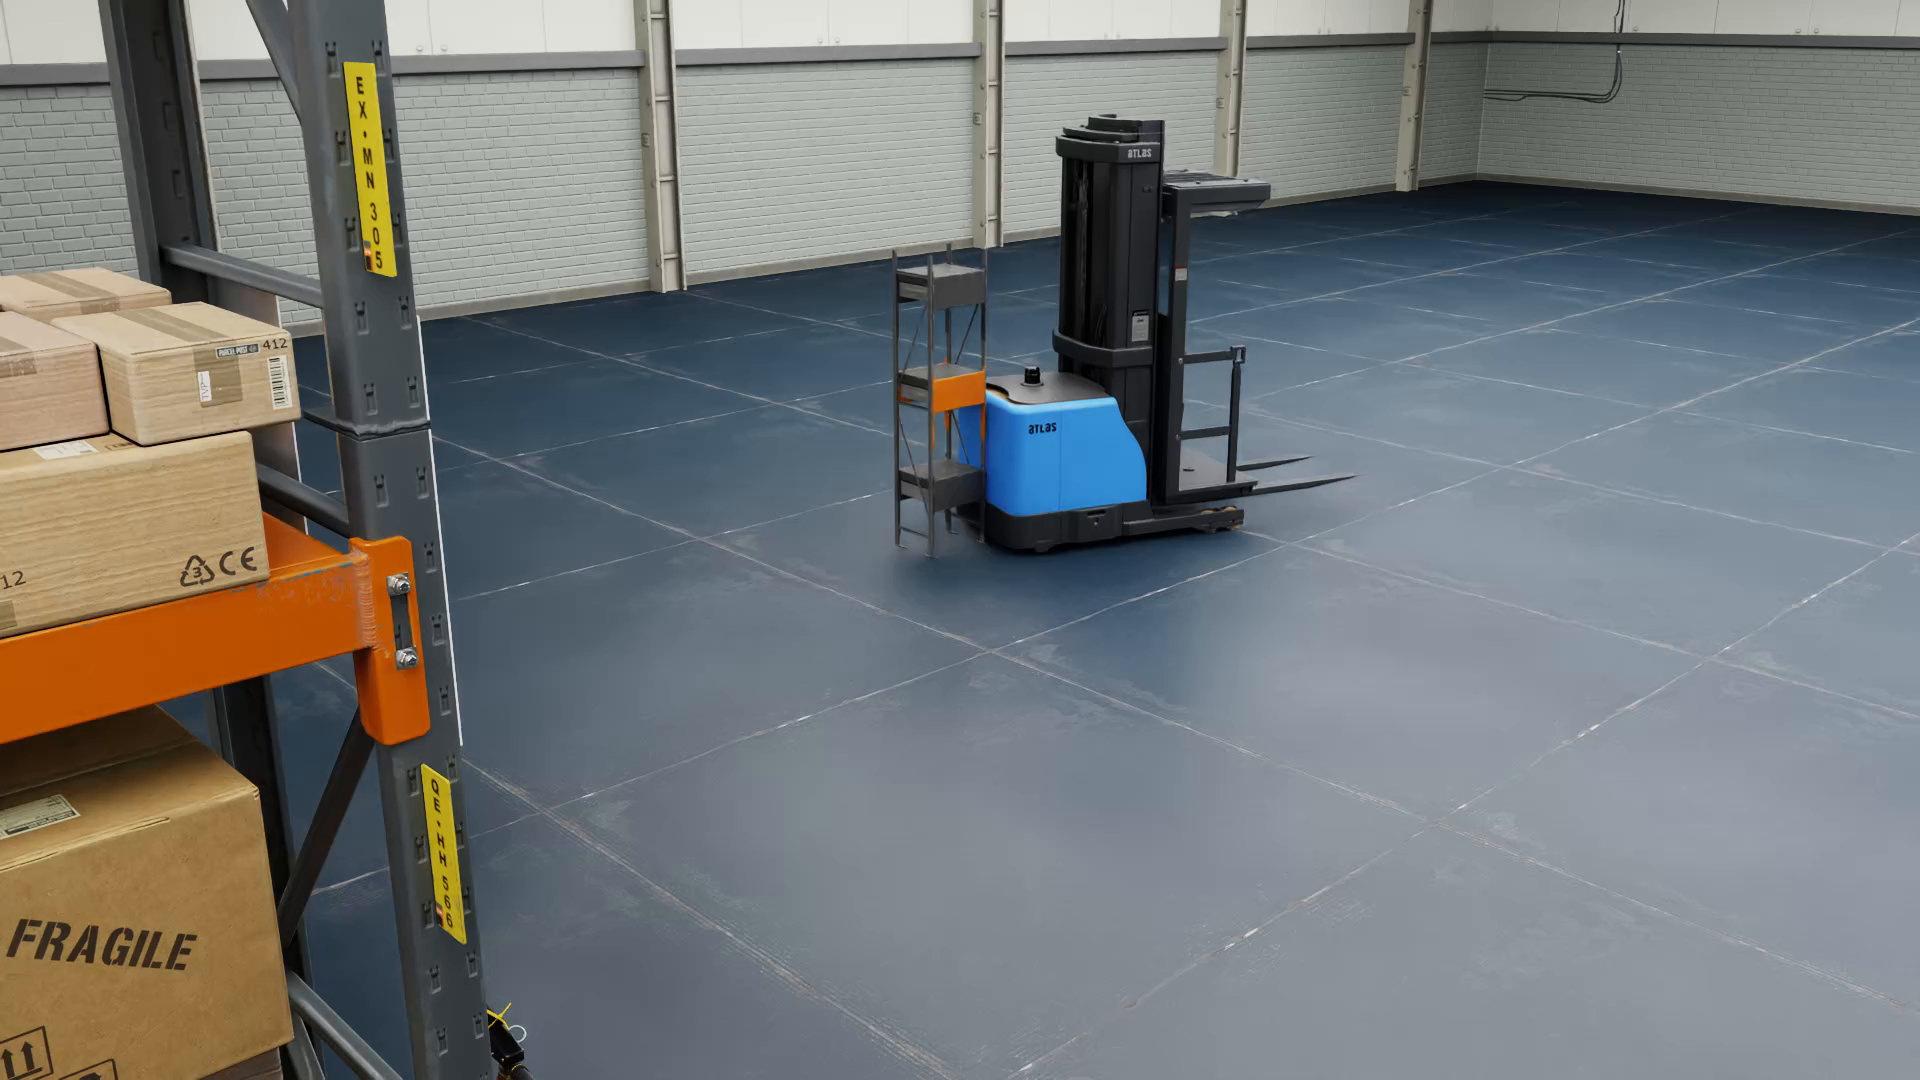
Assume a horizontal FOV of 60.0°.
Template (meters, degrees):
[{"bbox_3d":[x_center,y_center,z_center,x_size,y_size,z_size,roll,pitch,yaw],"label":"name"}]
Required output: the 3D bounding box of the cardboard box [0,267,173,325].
[{"bbox_3d":[-1.653,-0.401,3.090,0.250,0.149,0.380,-16,24,-41],"label":"cardboard box"}]

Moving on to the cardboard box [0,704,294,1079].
[{"bbox_3d":[-1.524,0.645,2.866,0.500,0.500,0.500,-16,24,-41],"label":"cardboard box"}]

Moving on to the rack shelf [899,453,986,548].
[{"bbox_3d":[-0.141,-0.285,11.771,0.480,0.518,0.431,-15,24,-39],"label":"rack shelf"}]

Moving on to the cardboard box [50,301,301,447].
[{"bbox_3d":[-1.282,-0.278,2.713,0.250,0.149,0.380,-16,24,-41],"label":"cardboard box"}]

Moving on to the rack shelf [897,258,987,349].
[{"bbox_3d":[-0.138,-1.617,11.338,0.480,0.518,0.431,-15,24,-39],"label":"rack shelf"}]

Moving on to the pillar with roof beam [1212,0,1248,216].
[{"bbox_3d":[7.755,-9.223,25.842,0.400,9.000,9.100,-16,24,-41],"label":"pillar with roof beam"}]

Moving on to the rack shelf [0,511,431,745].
[{"bbox_3d":[-2.748,0.477,1.953,4.000,0.370,1.077,-16,24,-41],"label":"rack shelf"}]

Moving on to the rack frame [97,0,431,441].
[{"bbox_3d":[-1.294,-1.716,2.686,0.127,3.000,1.000,-16,24,-41],"label":"rack frame"}]

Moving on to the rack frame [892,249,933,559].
[{"bbox_3d":[-0.321,-0.914,11.396,0.015,2.100,0.400,-15,24,-39],"label":"rack frame"}]

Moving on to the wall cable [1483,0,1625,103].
[{"bbox_3d":[12.206,-10.310,34.229,0.112,2.526,3.097,-16,24,-41],"label":"wall cable"}]

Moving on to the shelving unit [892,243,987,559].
[{"bbox_3d":[-0.139,-0.964,11.550,0.503,2.100,0.431,-15,24,-39],"label":"shelving unit"}]

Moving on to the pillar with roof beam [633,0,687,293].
[{"bbox_3d":[-0.964,-6.681,17.999,0.400,9.000,9.100,-16,24,-41],"label":"pillar with roof beam"}]

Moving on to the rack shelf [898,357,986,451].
[{"bbox_3d":[-0.139,-0.951,11.555,0.480,0.518,0.431,-15,24,-39],"label":"rack shelf"}]

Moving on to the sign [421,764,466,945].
[{"bbox_3d":[-0.928,0.565,2.987,0.005,0.325,0.100,-16,24,-41],"label":"sign"}]

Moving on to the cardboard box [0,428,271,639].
[{"bbox_3d":[-1.470,-0.058,2.681,0.500,0.250,0.500,-16,24,-40],"label":"cardboard box"}]

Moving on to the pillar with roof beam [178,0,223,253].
[{"bbox_3d":[-5.324,-5.409,14.078,0.400,9.000,9.100,-16,24,-41],"label":"pillar with roof beam"}]

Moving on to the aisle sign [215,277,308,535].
[{"bbox_3d":[-1.455,-0.179,3.458,0.004,0.787,0.394,-16,24,-41],"label":"aisle sign"}]

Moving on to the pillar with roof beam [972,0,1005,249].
[{"bbox_3d":[3.396,-7.952,21.921,0.400,9.000,9.100,-16,24,-41],"label":"pillar with roof beam"}]

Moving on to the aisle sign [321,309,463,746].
[{"bbox_3d":[-1.043,-0.045,3.044,0.004,0.787,0.394,-16,24,-41],"label":"aisle sign"}]

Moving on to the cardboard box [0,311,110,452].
[{"bbox_3d":[-1.551,-0.250,2.624,0.380,0.149,0.250,17,25,42],"label":"cardboard box"}]

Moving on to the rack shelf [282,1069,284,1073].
[{"bbox_3d":[-2.748,1.904,2.415,4.000,0.370,1.077,-16,24,-41],"label":"rack shelf"}]

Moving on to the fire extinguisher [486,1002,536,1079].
[{"bbox_3d":[-0.895,1.254,3.380,0.183,0.674,0.296,-16,24,-41],"label":"fire extinguisher"}]

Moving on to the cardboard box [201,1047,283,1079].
[{"bbox_3d":[-1.713,1.059,3.210,0.500,0.500,0.875,-16,24,-41],"label":"cardboard box"}]

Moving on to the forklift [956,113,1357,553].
[{"bbox_3d":[1.536,-1.585,12.121,3.031,2.935,1.130,-8,19,-22],"label":"forklift"}]

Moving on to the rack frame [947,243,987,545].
[{"bbox_3d":[0.043,-1.014,11.705,0.015,2.100,0.400,-15,24,-39],"label":"rack frame"}]

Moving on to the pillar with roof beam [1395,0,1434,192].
[{"bbox_3d":[12.115,-10.495,29.763,0.400,9.000,9.100,-16,24,-41],"label":"pillar with roof beam"}]

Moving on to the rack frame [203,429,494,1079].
[{"bbox_3d":[-1.294,1.138,3.611,0.127,3.000,1.000,-16,24,-41],"label":"rack frame"}]

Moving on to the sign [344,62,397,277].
[{"bbox_3d":[-0.928,-0.581,2.615,0.005,0.325,0.100,-16,24,-41],"label":"sign"}]
